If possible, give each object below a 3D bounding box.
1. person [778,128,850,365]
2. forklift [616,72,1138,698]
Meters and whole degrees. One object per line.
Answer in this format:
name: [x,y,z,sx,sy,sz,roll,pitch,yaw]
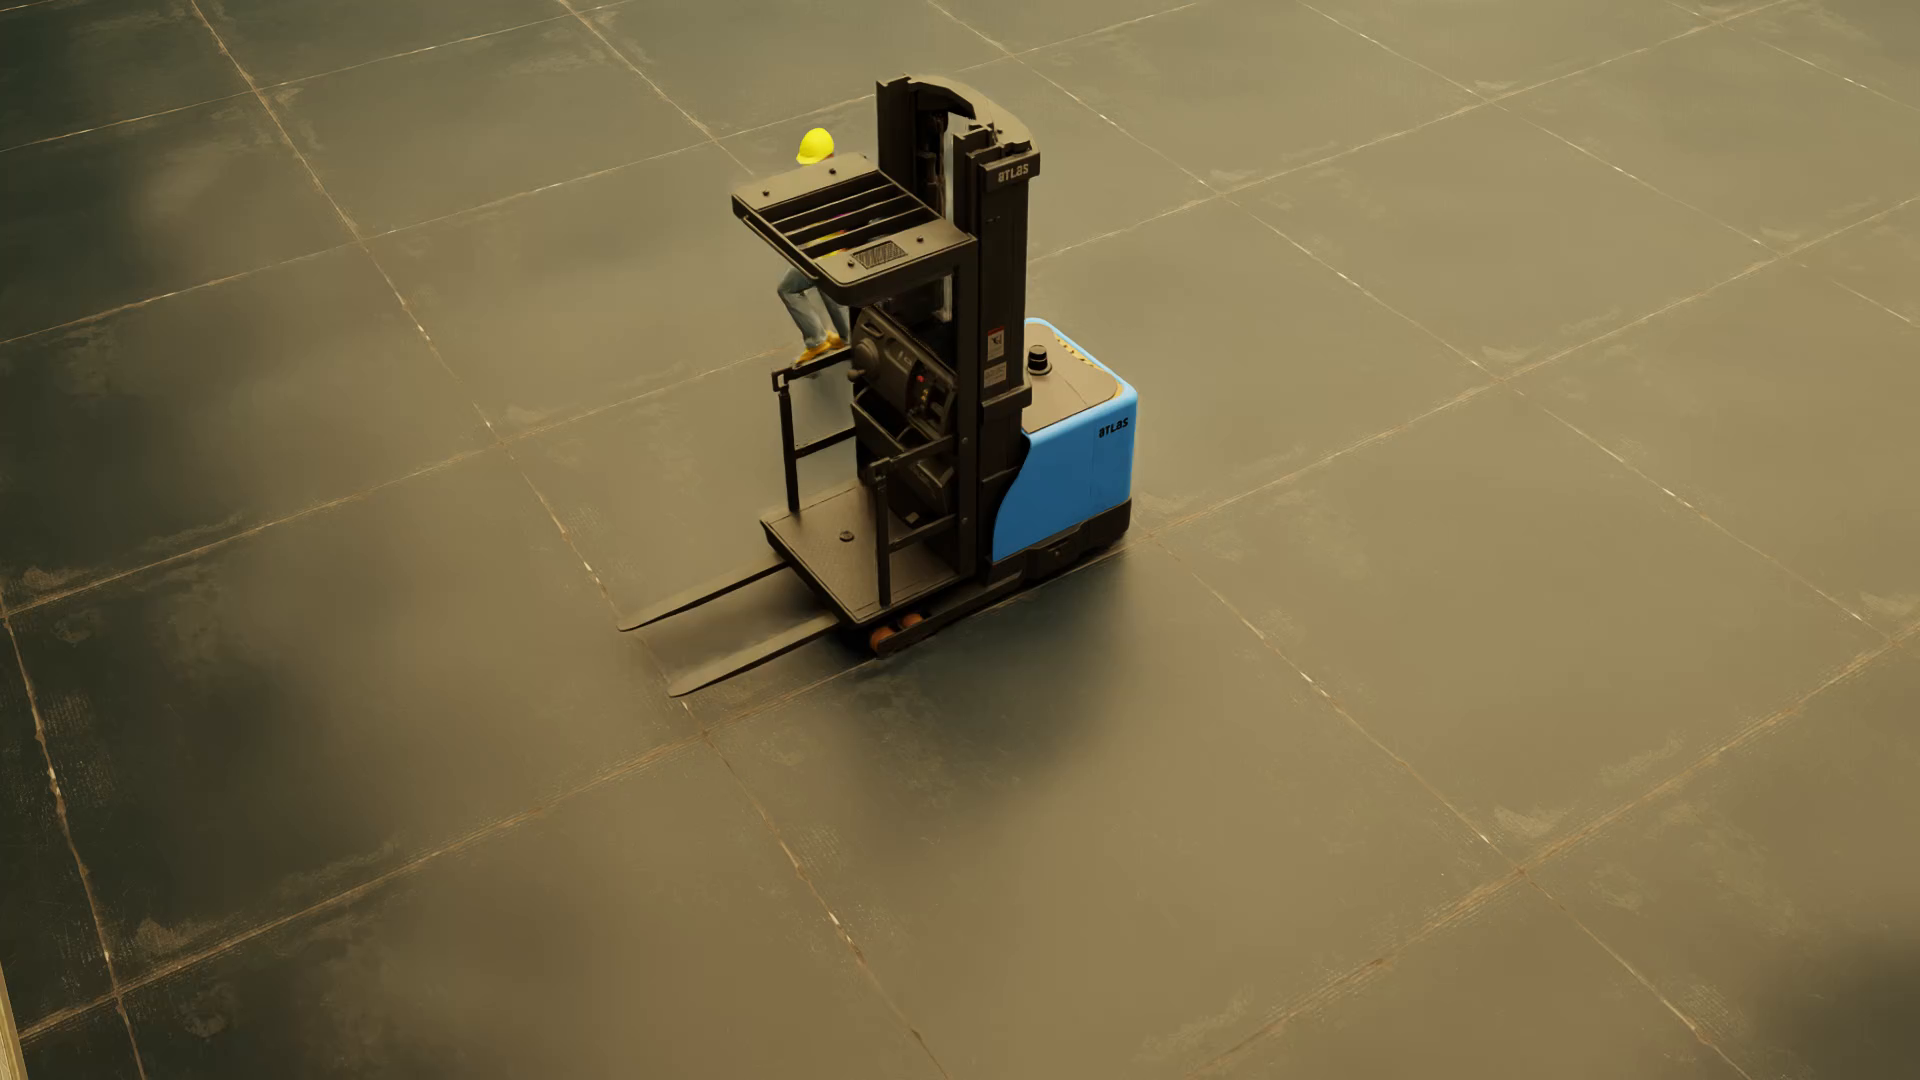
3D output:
person: [-0.882,-1.921,11.034,0.753,1.713,0.753,16,44,18]
forklift: [-0.476,-0.848,8.841,3.031,2.935,1.130,-24,47,-25]
